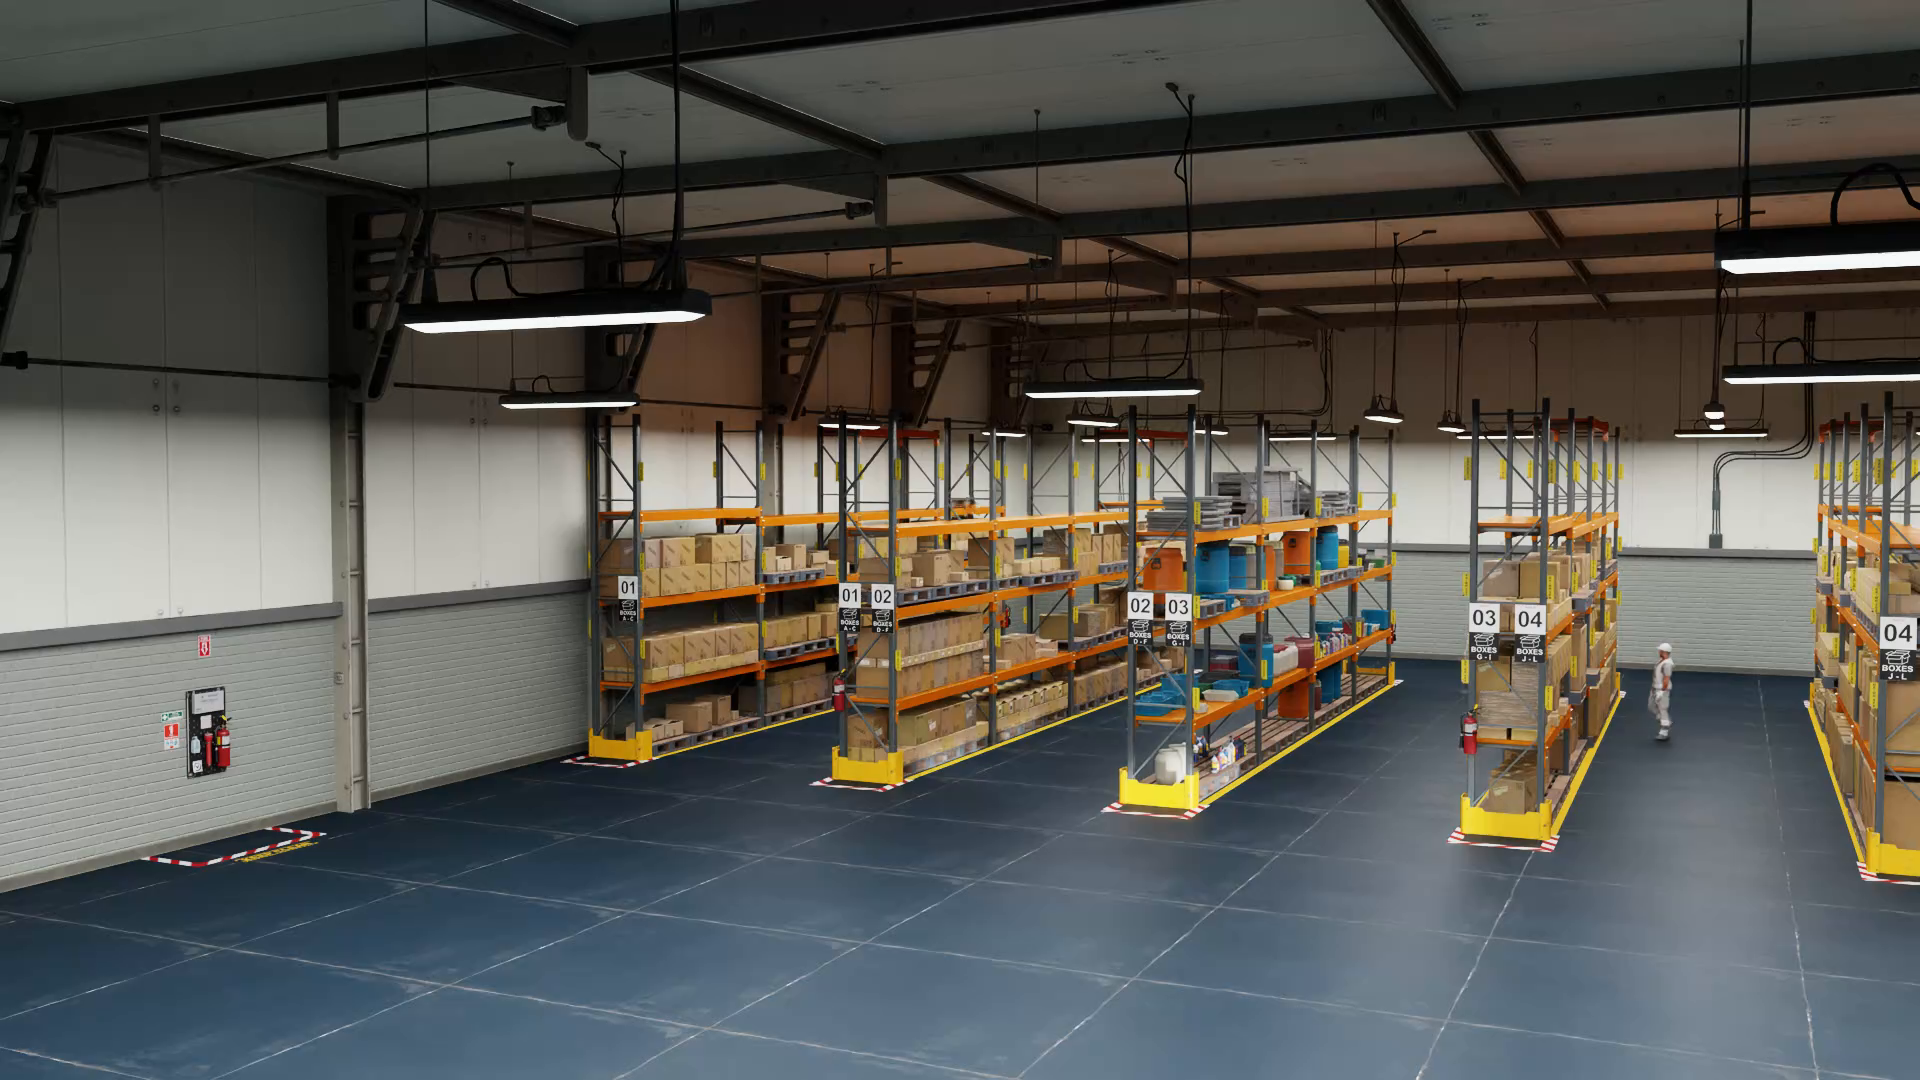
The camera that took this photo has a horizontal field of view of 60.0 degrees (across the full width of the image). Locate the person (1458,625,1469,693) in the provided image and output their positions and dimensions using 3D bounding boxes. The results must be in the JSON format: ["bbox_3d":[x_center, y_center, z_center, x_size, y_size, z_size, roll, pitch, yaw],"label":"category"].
[{"bbox_3d":[11.412,2.675,37.281,0.491,1.597,0.727,-2,3,-35],"label":"person"}]

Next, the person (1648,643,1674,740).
[{"bbox_3d":[13.163,2.820,31.188,0.450,1.787,0.642,0,2,2],"label":"person"}]
